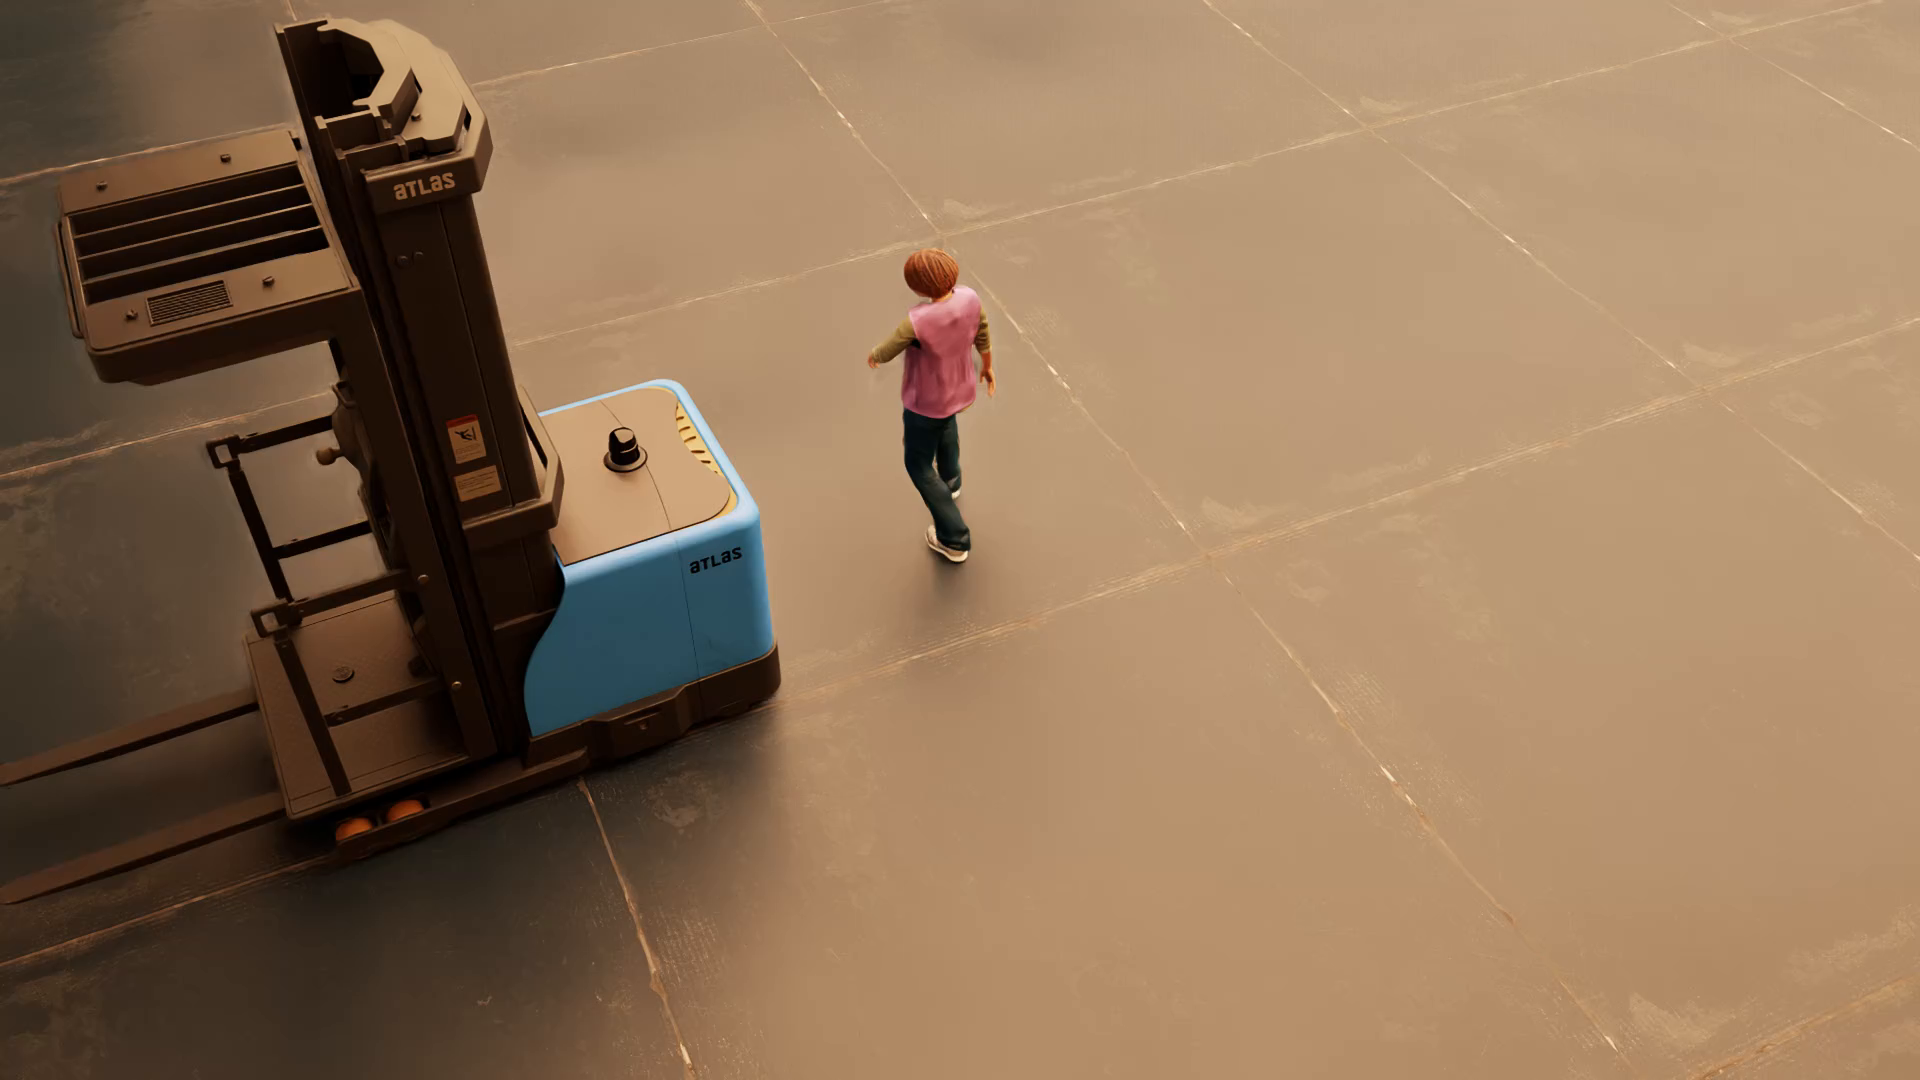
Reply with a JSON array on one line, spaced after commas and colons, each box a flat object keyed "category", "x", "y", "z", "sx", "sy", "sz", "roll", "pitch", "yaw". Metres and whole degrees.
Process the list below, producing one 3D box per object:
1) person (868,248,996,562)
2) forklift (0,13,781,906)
[{"category": "person", "x": -0.080, "y": -0.687, "z": 7.446, "sx": 0.536, "sy": 1.532, "sz": 0.686, "roll": -33, "pitch": 52, "yaw": -30}, {"category": "forklift", "x": -2.315, "y": -0.242, "z": 5.939, "sx": 3.031, "sy": 2.935, "sz": 1.130, "roll": -19, "pitch": 46, "yaw": -19}]
